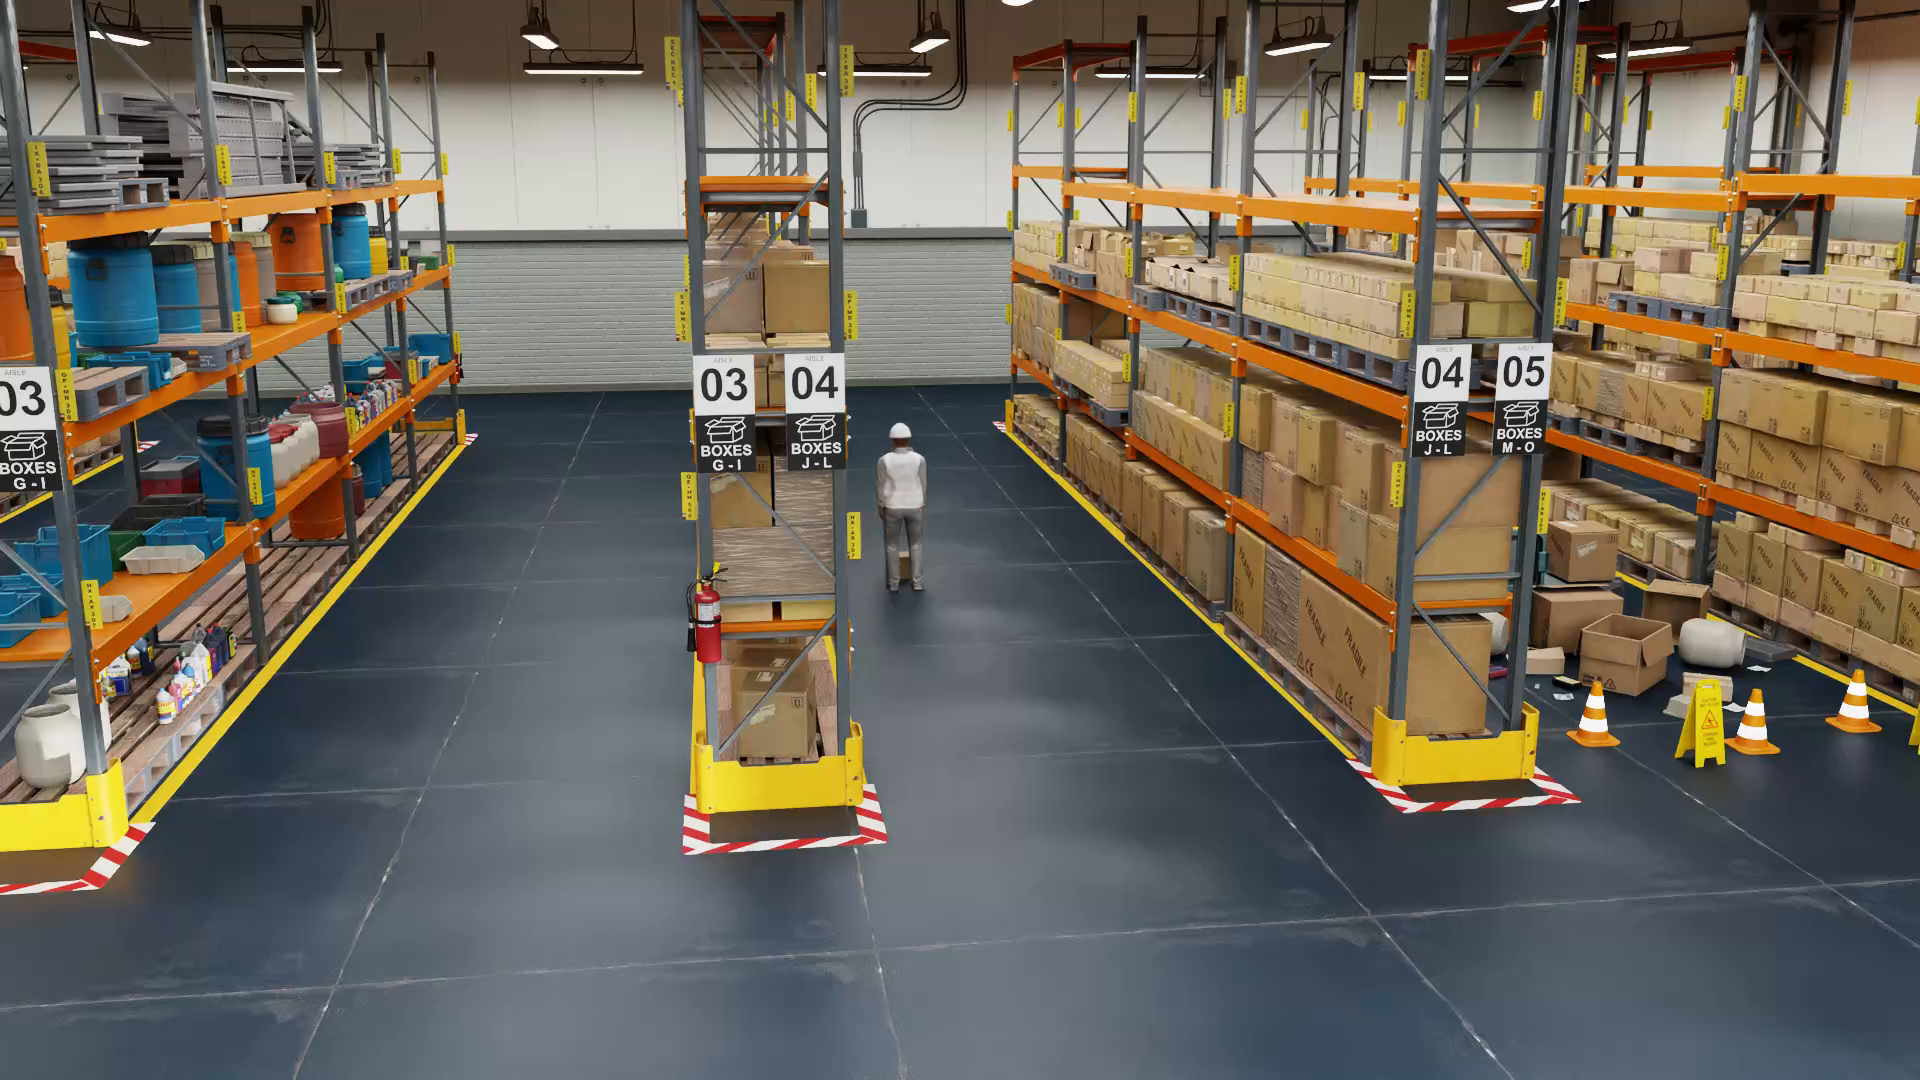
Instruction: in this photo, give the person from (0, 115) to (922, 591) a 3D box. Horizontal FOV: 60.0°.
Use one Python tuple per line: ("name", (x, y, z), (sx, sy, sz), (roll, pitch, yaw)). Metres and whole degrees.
("person", (-3.862, -2.153, 16.292), (7.067, 5.817, 11.428), (-2, 13, -7))
